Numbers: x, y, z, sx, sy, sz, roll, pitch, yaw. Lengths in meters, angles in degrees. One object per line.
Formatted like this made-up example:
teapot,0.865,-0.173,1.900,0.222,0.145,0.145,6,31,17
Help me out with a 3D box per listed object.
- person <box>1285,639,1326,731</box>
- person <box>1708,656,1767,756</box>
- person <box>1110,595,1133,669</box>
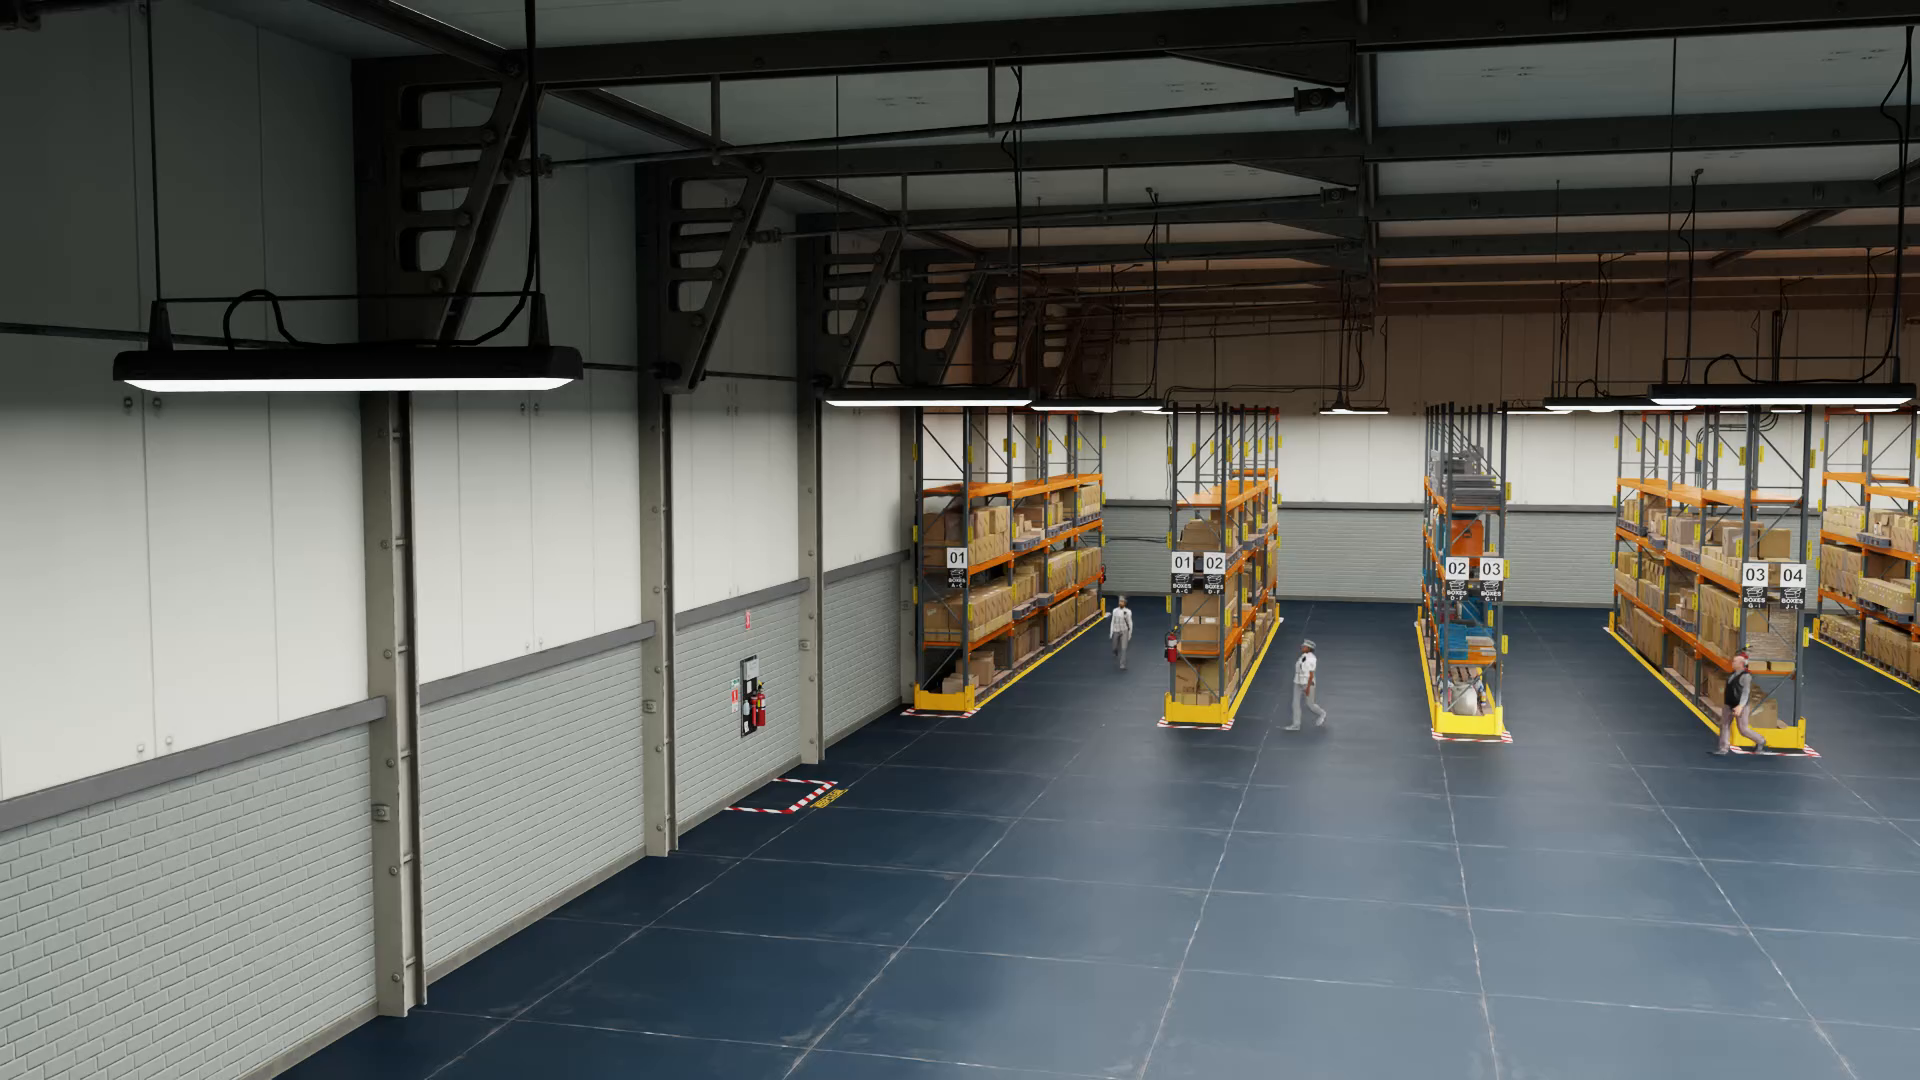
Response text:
person,6.338,2.636,30.427,0.801,1.669,0.442,-4,5,-40
person,13.133,2.841,28.051,0.894,1.621,0.529,-1,4,-13
person,3.690,2.088,37.924,0.513,1.644,0.708,1,4,11
